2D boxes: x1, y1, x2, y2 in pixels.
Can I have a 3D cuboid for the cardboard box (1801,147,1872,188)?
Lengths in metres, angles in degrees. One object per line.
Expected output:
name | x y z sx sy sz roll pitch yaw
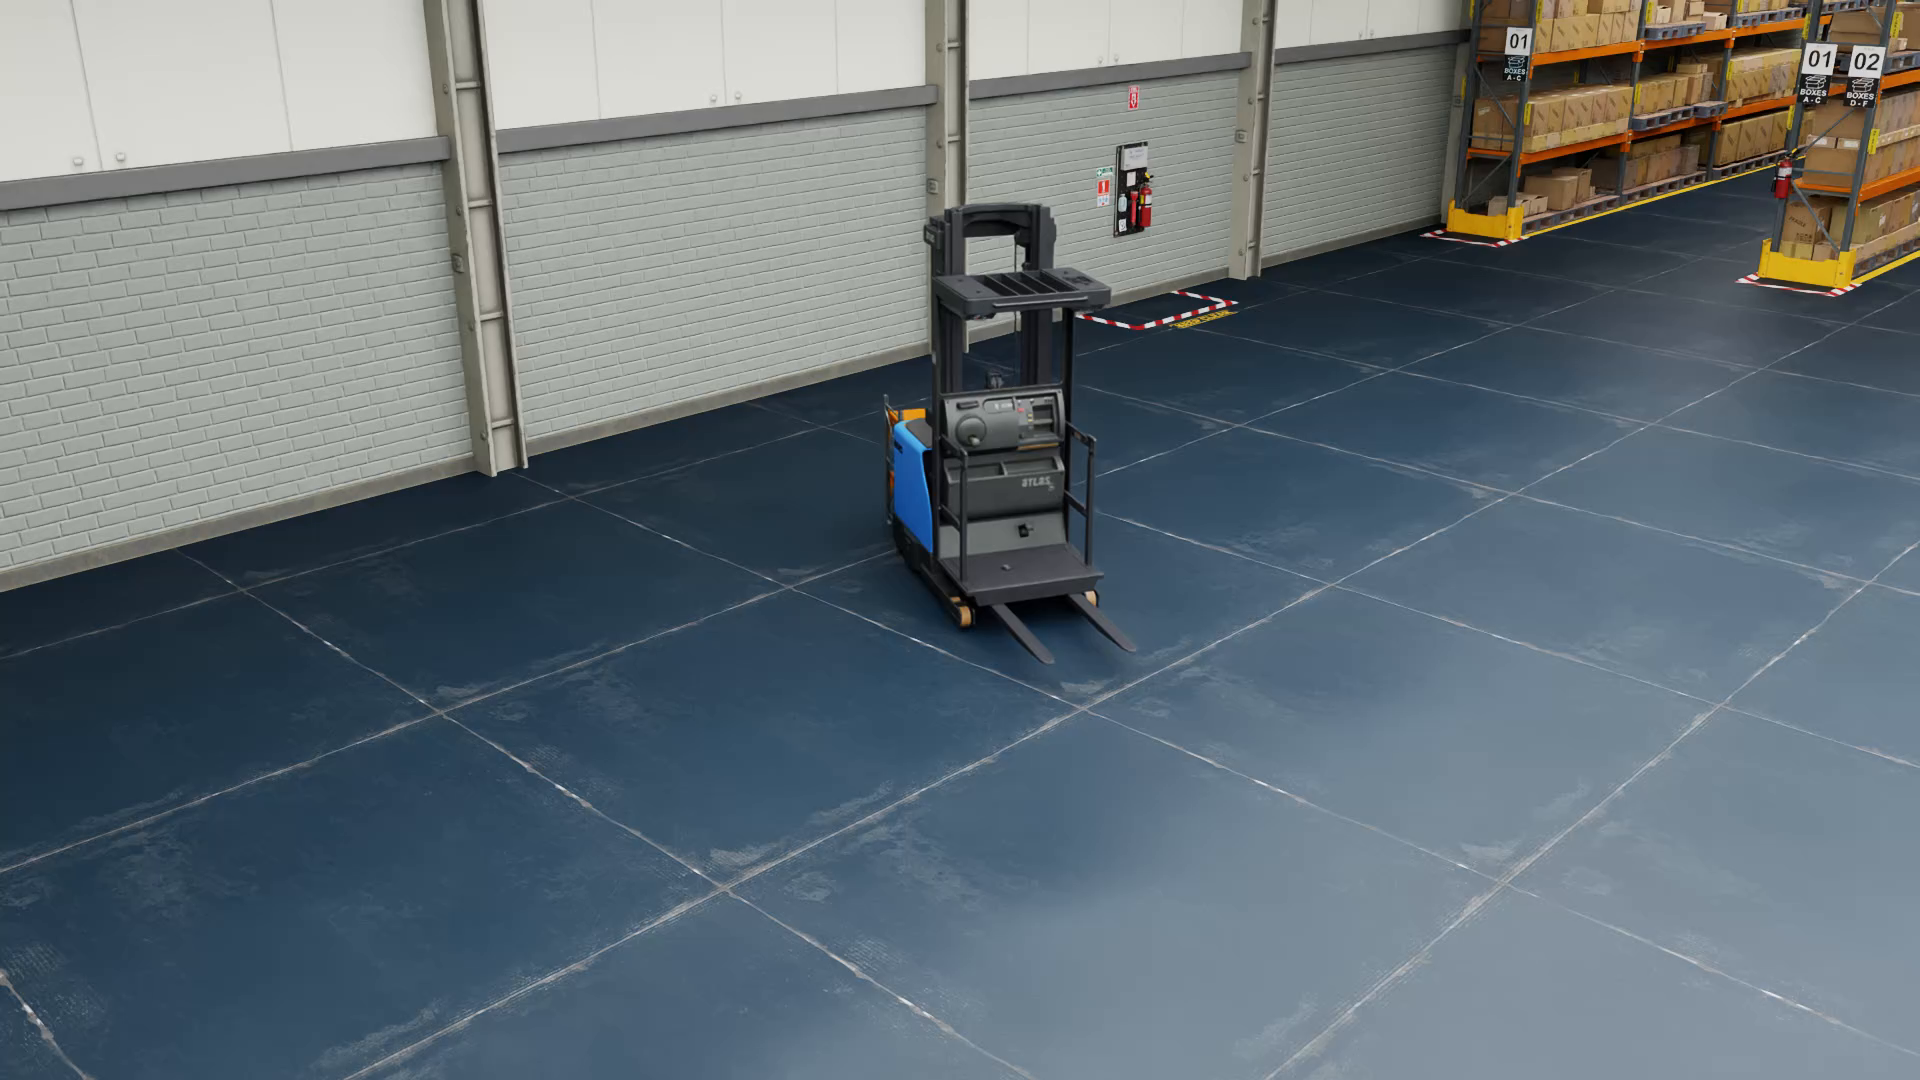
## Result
cardboard box | 12.247 -5.232 23.228 0.700 0.500 0.500 19 28 41

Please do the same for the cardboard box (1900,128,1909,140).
cardboard box | 13.413 -5.860 23.958 0.380 0.149 0.250 20 28 41

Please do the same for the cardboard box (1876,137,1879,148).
cardboard box | 12.523 -5.533 23.109 0.380 0.149 0.250 18 28 39

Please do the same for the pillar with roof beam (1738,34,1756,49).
pillar with roof beam | 19.685 -11.511 31.343 9.100 9.000 0.400 19 28 41

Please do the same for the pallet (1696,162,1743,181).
pallet | 14.545 -7.246 32.494 1.003 0.211 1.213 19 28 41

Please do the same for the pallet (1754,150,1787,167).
pallet | 16.248 -7.873 34.126 1.003 0.211 1.213 19 28 41

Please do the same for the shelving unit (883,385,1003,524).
shelving unit | -0.070 -0.669 14.108 1.048 1.125 0.538 -7 22 -17

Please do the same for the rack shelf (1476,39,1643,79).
rack shelf | 9.756 -7.886 27.094 1.077 0.370 4.000 19 28 41

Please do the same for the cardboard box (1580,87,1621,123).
cardboard box | 10.699 -7.296 27.874 0.500 0.500 0.500 19 28 40

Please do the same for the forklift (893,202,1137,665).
forklift | 0.405 -0.882 12.145 1.130 2.935 3.031 -7 22 -18

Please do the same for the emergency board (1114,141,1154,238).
emergency board | 2.292 -4.536 21.556 0.194 1.169 0.643 19 28 41

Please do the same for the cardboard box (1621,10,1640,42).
cardboard box | 10.974 -8.599 27.781 0.500 0.500 0.500 -19 28 -41

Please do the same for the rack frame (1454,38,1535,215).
rack frame | 8.361 -6.307 26.166 1.000 3.000 0.127 19 28 41

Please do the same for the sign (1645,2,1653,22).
sign | 11.545 -8.843 27.862 0.100 0.325 0.005 19 28 41

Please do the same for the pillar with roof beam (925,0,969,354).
pillar with roof beam | 2.942 -5.342 15.292 9.100 9.000 0.400 19 28 41

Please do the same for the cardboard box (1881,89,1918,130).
cardboard box | 13.348 -6.246 24.059 0.700 0.500 0.500 19 28 41

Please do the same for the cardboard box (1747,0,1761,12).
cardboard box | 14.966 -10.443 31.993 0.500 0.500 0.700 -18 28 -39

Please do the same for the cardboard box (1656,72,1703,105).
cardboard box | 13.250 -8.342 30.707 0.700 0.500 0.500 16 26 36

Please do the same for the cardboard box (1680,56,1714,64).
cardboard box | 14.072 -9.090 31.778 0.500 0.250 0.500 -19 28 -41

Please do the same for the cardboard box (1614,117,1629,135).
cardboard box | 11.038 -7.077 28.350 0.500 0.250 0.500 19 28 41

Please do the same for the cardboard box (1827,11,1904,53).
cardboard box | 12.316 -6.925 22.667 0.637 0.503 0.797 -18 27 -38

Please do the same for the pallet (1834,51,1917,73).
pallet | 12.424 -6.603 22.876 1.003 0.211 1.213 19 28 41

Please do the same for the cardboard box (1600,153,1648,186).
cardboard box | 11.977 -6.713 30.092 0.700 0.500 0.500 19 28 40

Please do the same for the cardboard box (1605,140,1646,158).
cardboard box | 11.957 -7.032 29.875 0.500 0.250 0.500 19 28 40

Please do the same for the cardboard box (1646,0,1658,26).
cardboard box | 11.590 -9.099 28.523 0.500 0.500 0.500 -15 26 -35

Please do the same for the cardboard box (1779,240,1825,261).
cardboard box | 12.075 -4.193 23.911 0.500 0.250 0.500 19 28 41

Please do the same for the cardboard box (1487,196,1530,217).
cardboard box | 8.908 -5.413 26.973 0.500 0.311 0.500 15 26 35

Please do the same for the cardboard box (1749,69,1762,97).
cardboard box | 15.183 -8.879 32.274 0.500 0.500 0.500 19 28 40

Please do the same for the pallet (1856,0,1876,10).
pallet | 19.012 -11.586 35.841 1.003 0.211 1.213 19 28 41

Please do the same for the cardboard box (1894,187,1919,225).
cardboard box | 14.179 -5.060 25.122 0.500 0.500 0.500 19 28 41

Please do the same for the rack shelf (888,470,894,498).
rack shelf | -0.070 -0.440 14.195 1.000 0.278 0.538 -7 22 -17

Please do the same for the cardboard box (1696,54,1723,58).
cardboard box | 14.436 -9.222 32.123 0.500 0.250 0.500 18 27 39

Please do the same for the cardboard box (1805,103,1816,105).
cardboard box | 18.522 -9.435 36.297 0.380 0.149 0.250 20 28 41

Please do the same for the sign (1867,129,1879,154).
sign | 12.306 -5.369 22.407 0.100 0.325 0.005 19 28 41

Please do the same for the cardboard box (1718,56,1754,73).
cardboard box | 14.817 -9.099 31.802 0.500 0.250 0.500 19 28 40

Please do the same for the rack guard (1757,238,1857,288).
rack guard | 11.896 -3.896 23.375 1.175 0.500 0.348 19 28 41

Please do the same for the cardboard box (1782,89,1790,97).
cardboard box | 16.540 -9.056 33.638 0.250 0.149 0.380 -20 28 -41

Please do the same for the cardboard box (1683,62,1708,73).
cardboard box | 13.722 -8.822 31.052 0.380 0.149 0.250 15 26 34

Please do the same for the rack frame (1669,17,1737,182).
rack frame | 13.942 -8.364 31.516 1.000 3.000 0.127 19 28 41

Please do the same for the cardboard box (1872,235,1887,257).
cardboard box | 13.141 -4.321 24.245 0.500 0.250 0.500 19 28 41

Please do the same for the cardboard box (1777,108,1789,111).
cardboard box | 17.633 -9.107 35.444 0.380 0.149 0.250 18 27 39

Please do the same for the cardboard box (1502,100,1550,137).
cardboard box | 8.909 -6.644 26.178 0.500 0.500 0.500 19 28 41

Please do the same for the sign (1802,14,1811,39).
sign | 11.533 -6.984 22.622 0.100 0.325 0.005 19 28 41

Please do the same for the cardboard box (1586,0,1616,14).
cardboard box | 10.264 -8.781 26.860 0.500 0.500 0.500 18 27 39

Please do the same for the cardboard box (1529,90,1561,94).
cardboard box | 9.604 -7.161 27.524 0.500 0.500 0.500 -20 29 -41

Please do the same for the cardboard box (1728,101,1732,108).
cardboard box | 14.519 -8.345 31.789 0.250 0.149 0.380 -20 29 -41

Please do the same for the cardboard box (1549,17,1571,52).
cardboard box | 9.173 -7.916 26.003 0.500 0.500 0.500 -18 27 -39

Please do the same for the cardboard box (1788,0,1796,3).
cardboard box | 17.041 -11.199 34.197 0.500 0.250 0.500 20 28 41

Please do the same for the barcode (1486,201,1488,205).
barcode | 8.634 -5.522 27.244 0.001 0.075 0.075 19 28 41

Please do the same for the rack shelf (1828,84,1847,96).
rack shelf | 18.127 -9.570 35.658 1.077 0.370 4.000 19 28 41

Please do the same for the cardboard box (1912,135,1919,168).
cardboard box | 14.035 -5.891 24.942 0.700 0.500 0.500 19 28 40

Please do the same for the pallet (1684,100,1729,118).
pallet | 13.521 -8.064 31.004 1.213 0.211 1.003 19 28 41

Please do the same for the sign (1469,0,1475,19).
sign | 7.977 -8.265 25.843 0.100 0.325 0.005 19 28 41

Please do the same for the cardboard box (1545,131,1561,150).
cardboard box | 9.281 -6.430 26.665 0.500 0.250 0.500 18 28 39

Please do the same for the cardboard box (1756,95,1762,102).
cardboard box | 15.588 -8.745 32.831 0.250 0.149 0.380 -19 28 -40
